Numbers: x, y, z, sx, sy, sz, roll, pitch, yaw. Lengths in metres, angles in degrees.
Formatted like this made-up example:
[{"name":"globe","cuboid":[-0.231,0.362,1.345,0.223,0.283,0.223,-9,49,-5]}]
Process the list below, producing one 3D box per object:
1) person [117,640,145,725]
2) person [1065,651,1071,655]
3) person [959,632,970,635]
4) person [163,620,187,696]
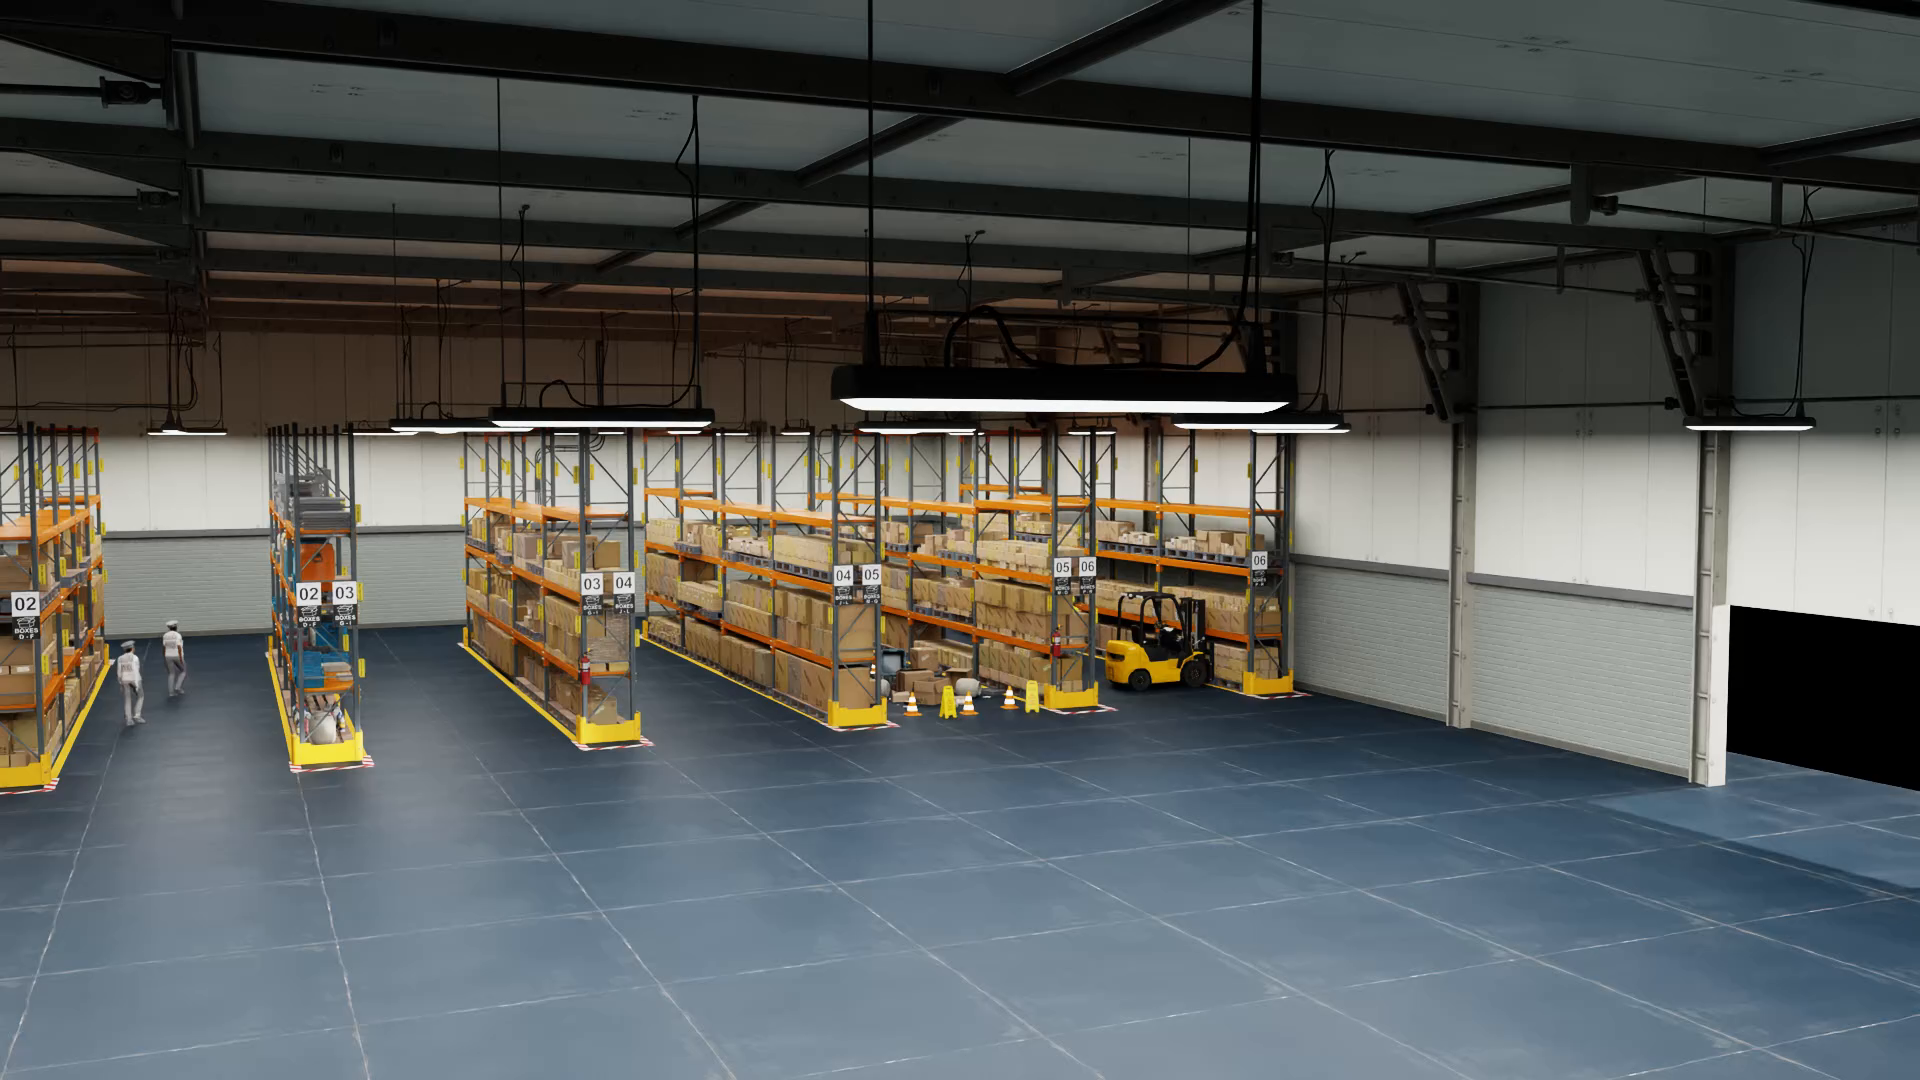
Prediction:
[{"name":"person","cuboid":[-16.562,2.852,33.165,0.491,1.675,0.503,-1,4,-13]},{"name":"person","cuboid":[2.627,2.259,42.223,0.588,1.757,0.577,-3,5,-39]},{"name":"person","cuboid":[0.102,1.946,48.608,0.388,1.671,0.537,1,4,18]},{"name":"person","cuboid":[-17.440,2.624,36.875,0.469,1.659,0.457,0,3,-3]}]
